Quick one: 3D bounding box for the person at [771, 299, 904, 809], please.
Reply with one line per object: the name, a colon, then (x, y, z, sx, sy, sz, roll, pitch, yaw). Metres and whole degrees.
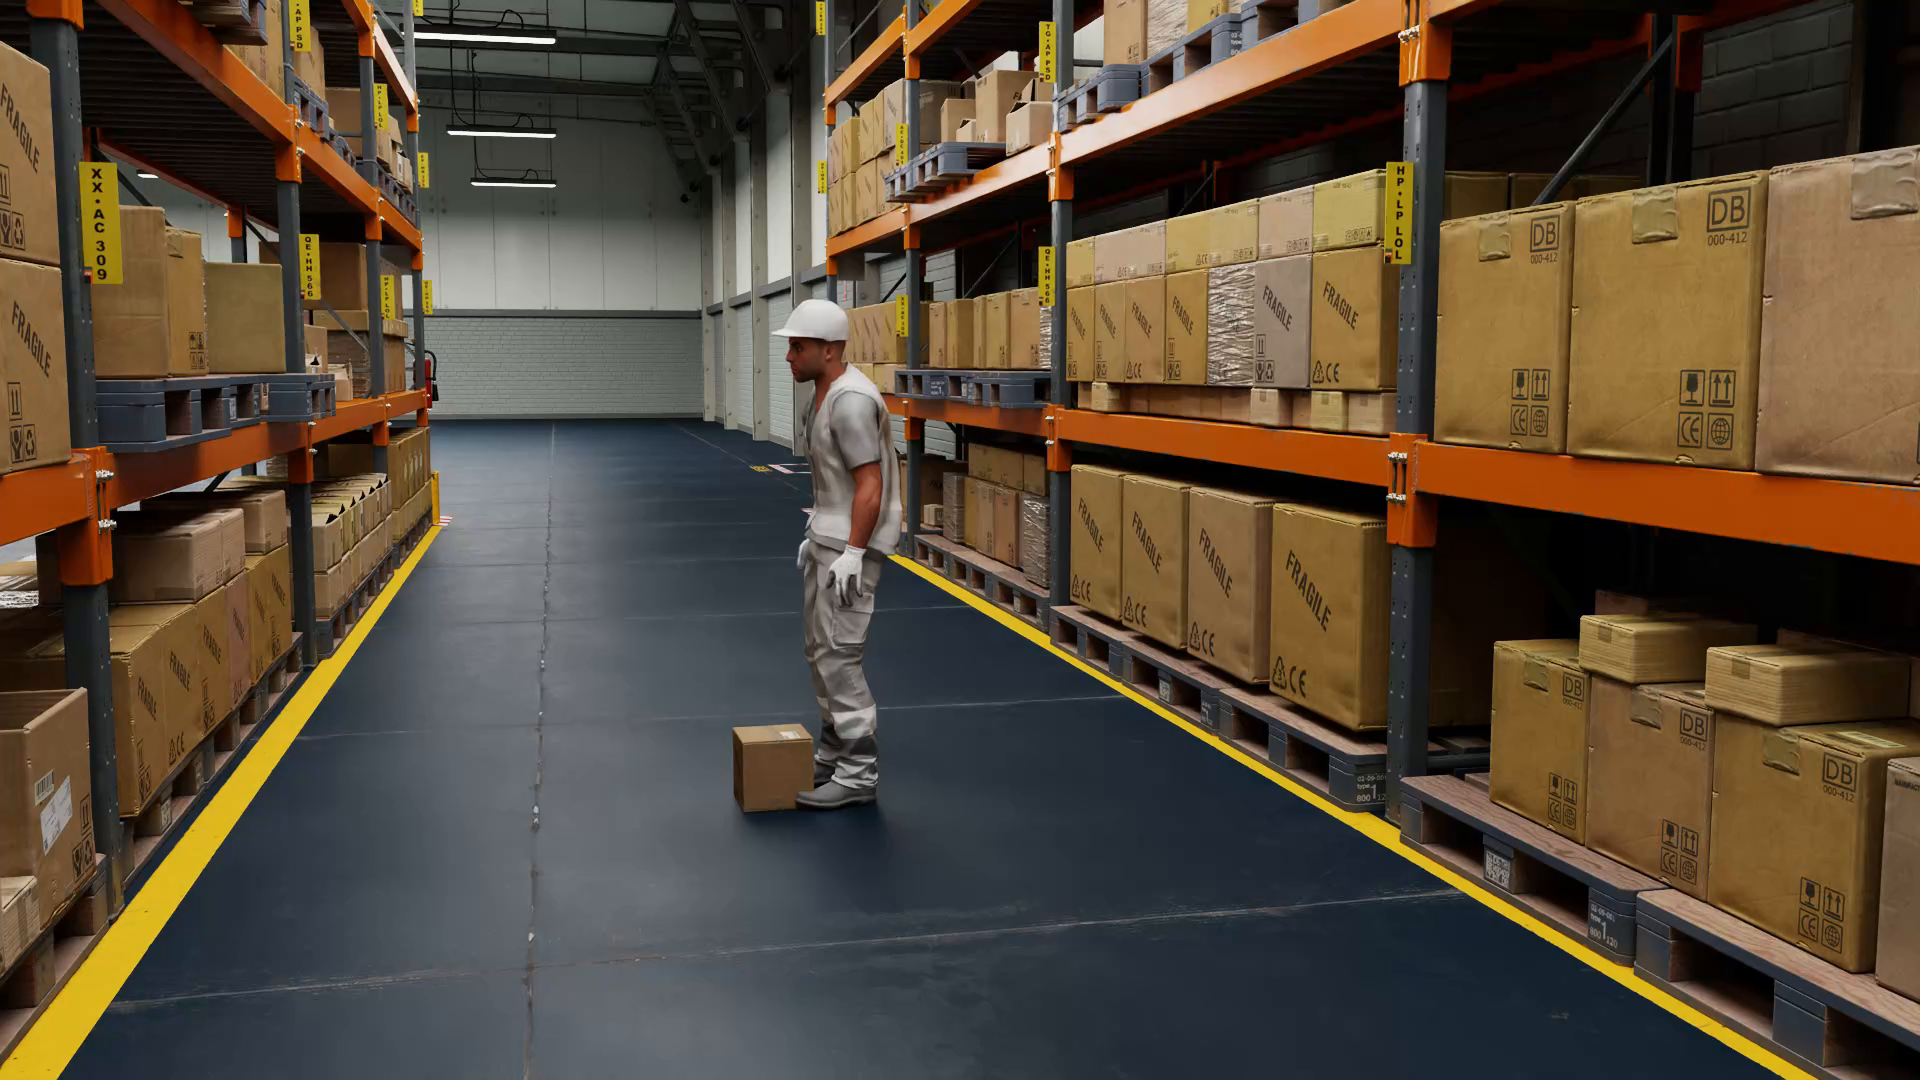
person: (-0.445, 0.047, 5.901, 0.451, 1.775, 0.612, -2, 6, -17)
